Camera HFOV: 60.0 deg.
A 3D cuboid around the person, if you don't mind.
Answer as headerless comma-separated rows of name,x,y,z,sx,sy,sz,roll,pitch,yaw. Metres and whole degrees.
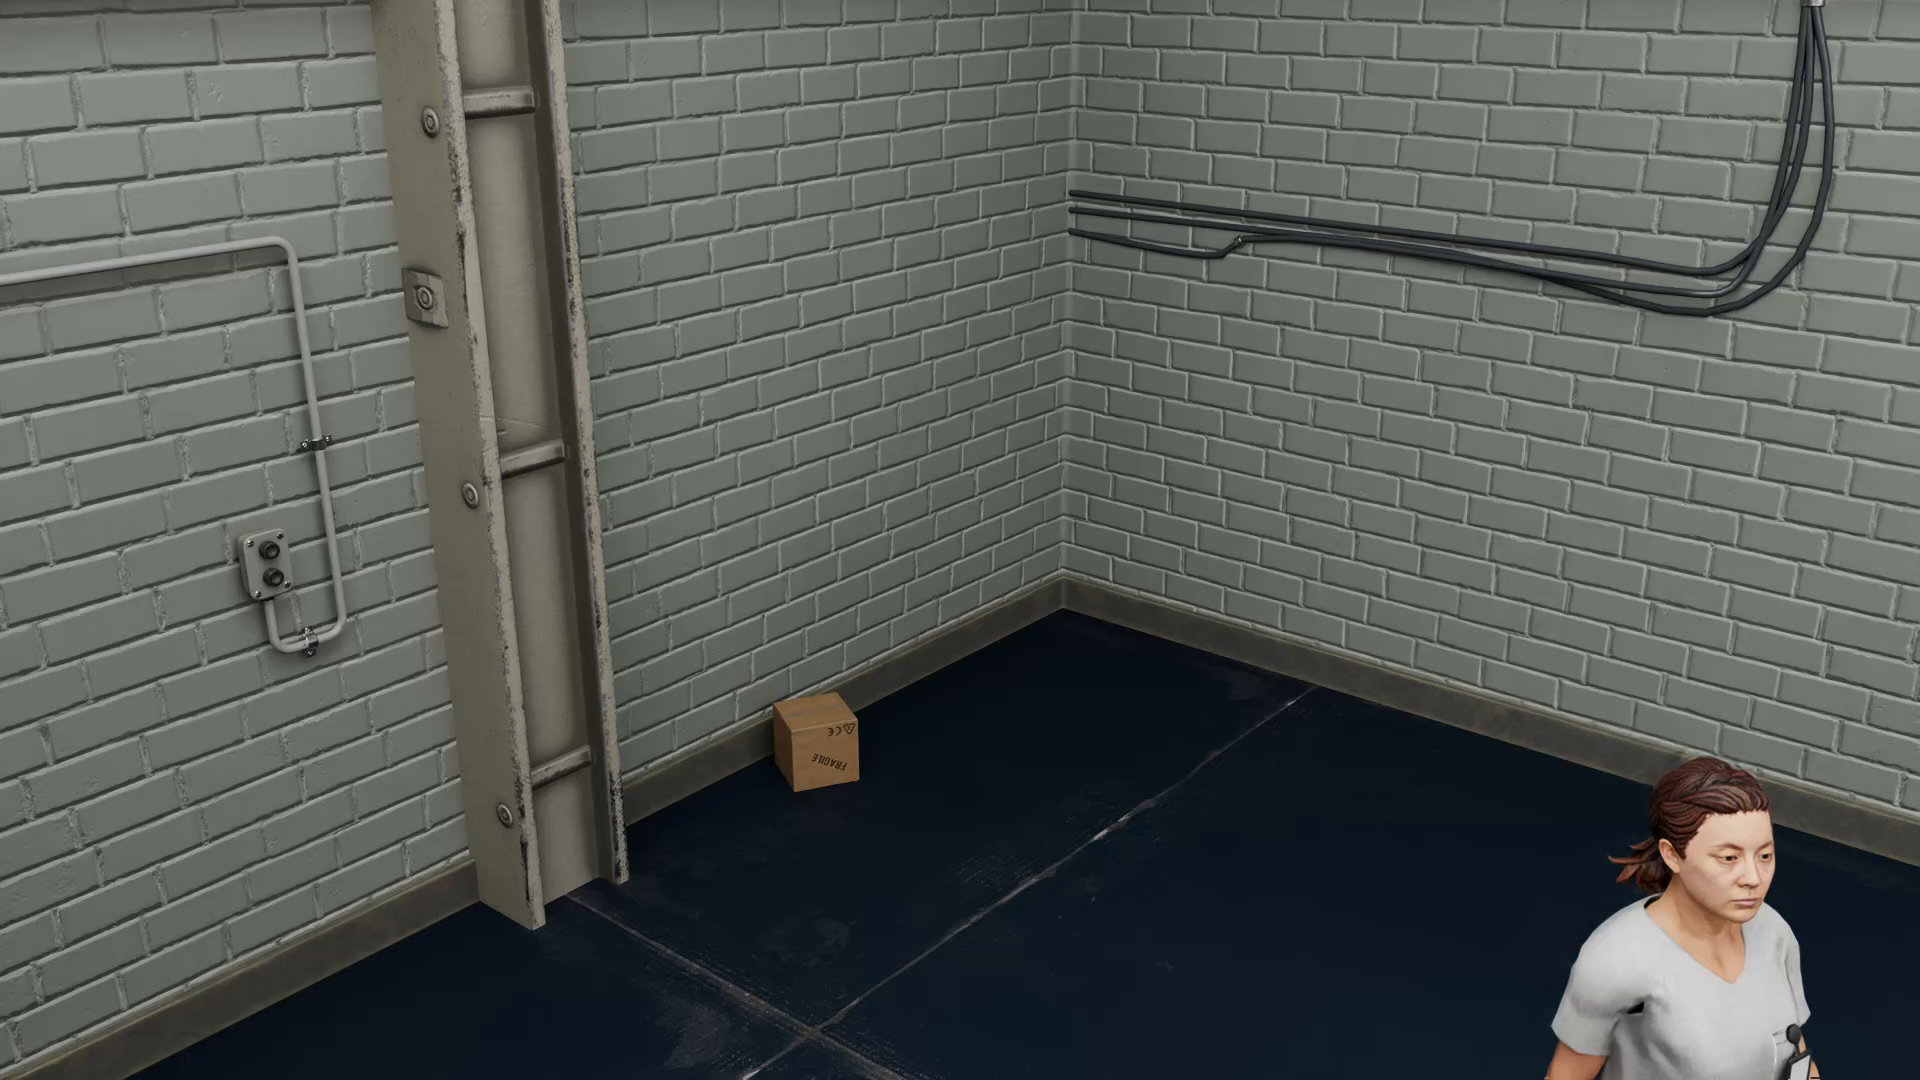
person,1.303,1.168,2.878,0.450,1.616,0.985,-9,22,-23
